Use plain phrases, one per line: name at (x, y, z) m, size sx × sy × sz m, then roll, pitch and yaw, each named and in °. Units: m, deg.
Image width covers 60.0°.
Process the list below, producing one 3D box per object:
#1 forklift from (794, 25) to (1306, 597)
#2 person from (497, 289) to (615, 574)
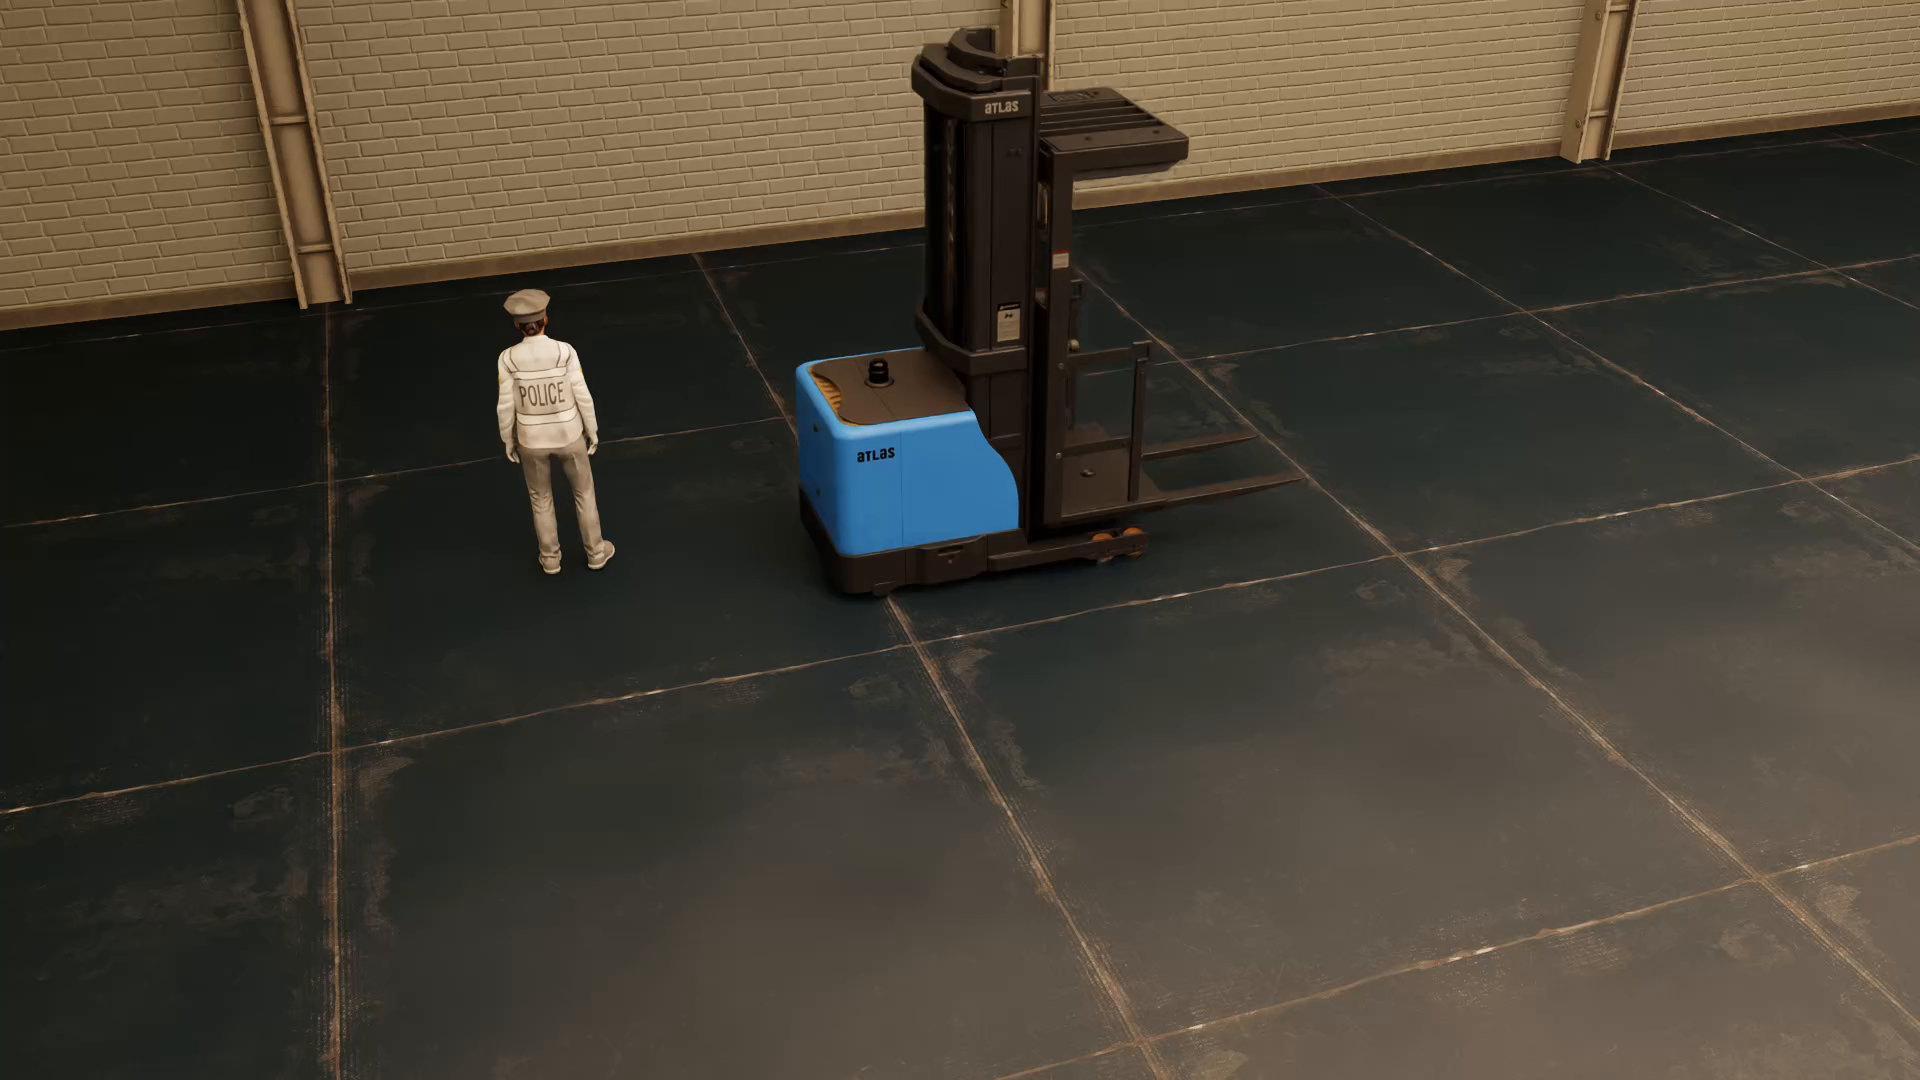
forklift at (0.598, -1.382, 9.489) m, size 3.031 × 2.935 × 1.130 m, roll -10°, pitch 31°, yaw -16°
person at (-2.302, -0.574, 9.358) m, size 0.542 × 1.662 × 0.374 m, roll -6°, pitch 30°, yaw -10°
